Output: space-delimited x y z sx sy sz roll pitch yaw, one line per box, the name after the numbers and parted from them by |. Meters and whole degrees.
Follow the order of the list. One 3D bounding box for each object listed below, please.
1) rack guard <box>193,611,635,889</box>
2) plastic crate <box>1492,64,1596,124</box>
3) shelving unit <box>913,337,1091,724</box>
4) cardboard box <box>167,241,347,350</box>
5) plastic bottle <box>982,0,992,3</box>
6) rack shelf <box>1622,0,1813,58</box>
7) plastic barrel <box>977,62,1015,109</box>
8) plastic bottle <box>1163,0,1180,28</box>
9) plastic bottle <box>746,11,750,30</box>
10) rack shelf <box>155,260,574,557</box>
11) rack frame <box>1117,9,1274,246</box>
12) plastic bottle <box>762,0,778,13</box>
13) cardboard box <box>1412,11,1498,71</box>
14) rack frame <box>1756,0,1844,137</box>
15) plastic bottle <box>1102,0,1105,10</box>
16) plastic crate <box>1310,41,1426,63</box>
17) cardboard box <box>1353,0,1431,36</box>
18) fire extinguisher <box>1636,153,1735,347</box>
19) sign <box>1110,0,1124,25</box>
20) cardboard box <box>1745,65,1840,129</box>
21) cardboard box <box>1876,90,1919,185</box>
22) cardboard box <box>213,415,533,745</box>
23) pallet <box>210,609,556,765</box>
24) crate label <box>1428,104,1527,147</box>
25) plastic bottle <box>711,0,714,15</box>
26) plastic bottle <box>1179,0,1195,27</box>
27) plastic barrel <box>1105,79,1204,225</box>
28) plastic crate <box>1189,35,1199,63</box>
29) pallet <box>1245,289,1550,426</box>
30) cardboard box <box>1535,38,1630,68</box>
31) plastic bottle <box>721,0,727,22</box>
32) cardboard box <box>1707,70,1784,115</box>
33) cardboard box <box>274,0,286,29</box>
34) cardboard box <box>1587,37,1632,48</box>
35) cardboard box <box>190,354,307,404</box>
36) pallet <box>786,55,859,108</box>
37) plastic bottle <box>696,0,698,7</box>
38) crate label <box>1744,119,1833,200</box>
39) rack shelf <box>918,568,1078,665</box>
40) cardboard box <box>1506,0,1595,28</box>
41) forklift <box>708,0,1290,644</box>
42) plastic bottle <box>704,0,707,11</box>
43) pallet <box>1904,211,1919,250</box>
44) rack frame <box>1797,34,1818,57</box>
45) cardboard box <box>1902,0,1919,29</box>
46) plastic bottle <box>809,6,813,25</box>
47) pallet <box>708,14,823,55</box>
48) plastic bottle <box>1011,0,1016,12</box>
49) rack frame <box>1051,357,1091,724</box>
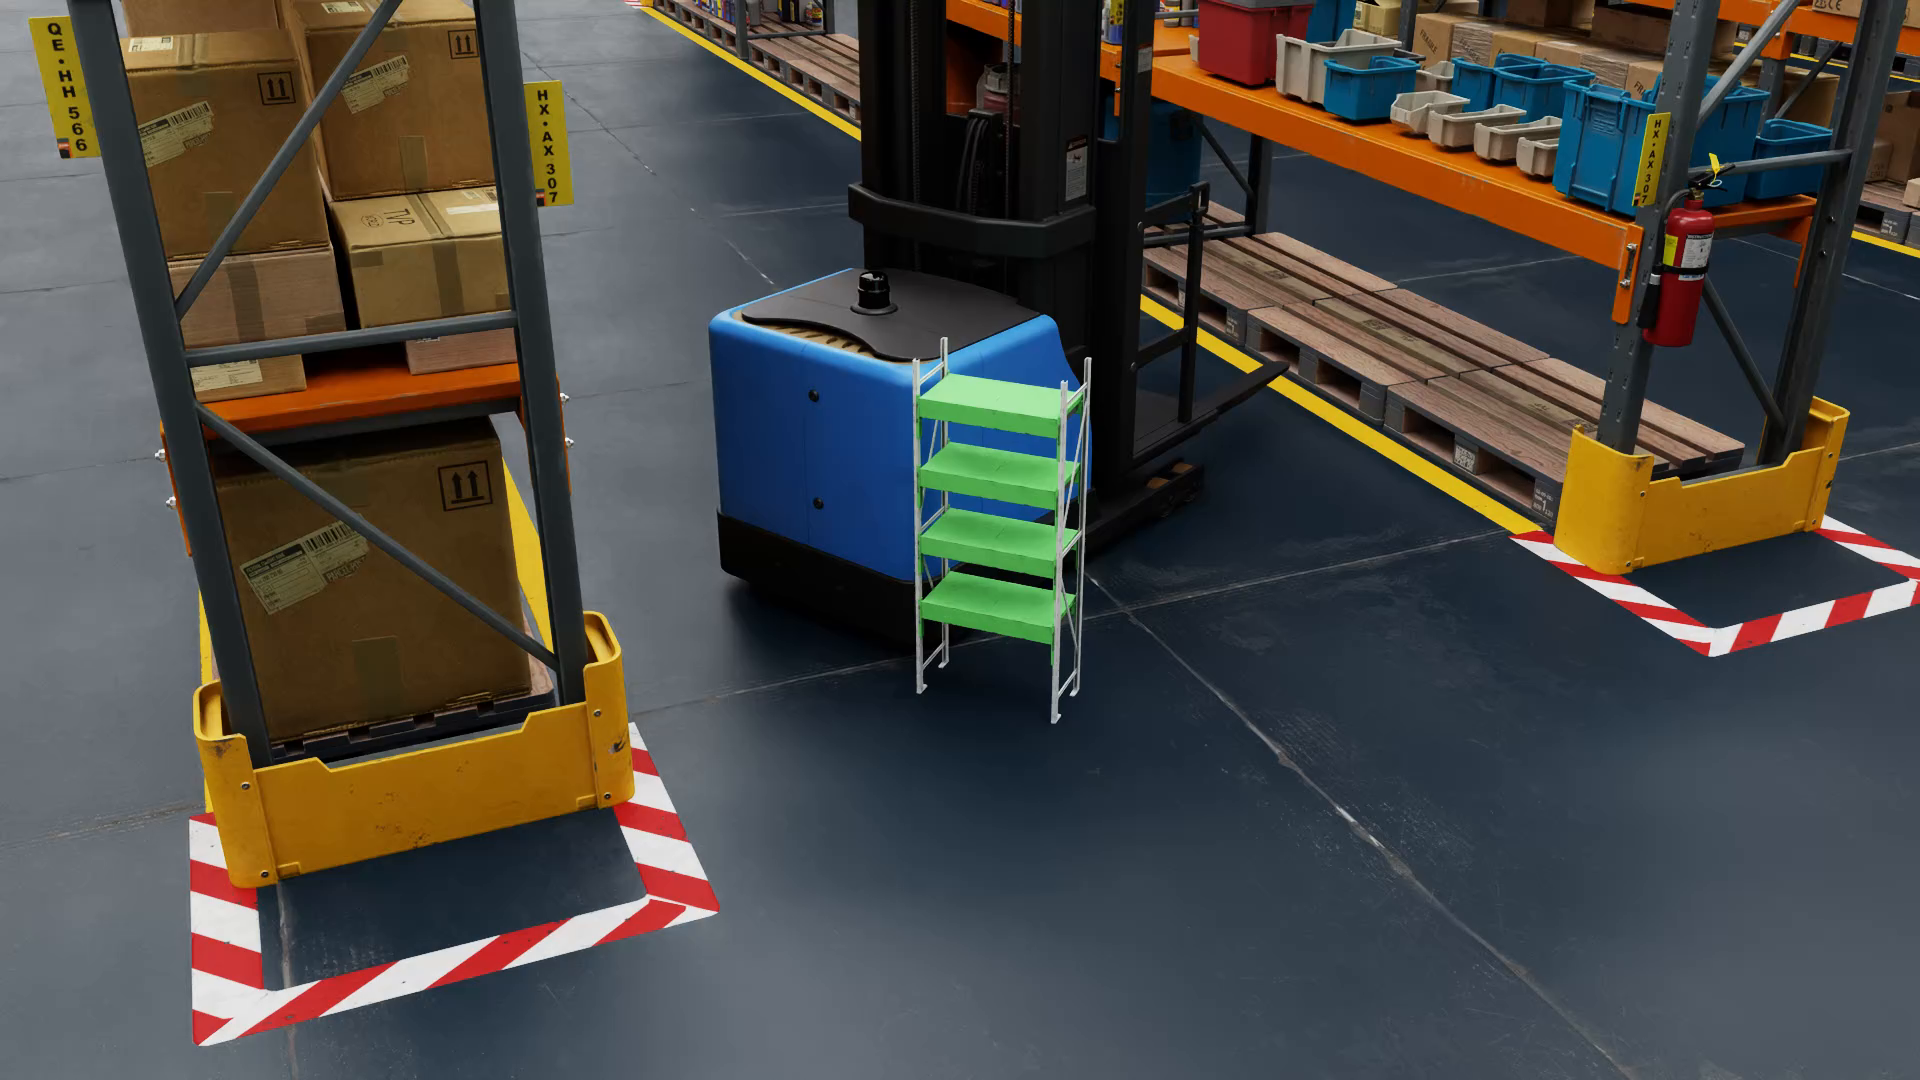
-1.591 0.606 4.940 1.175 0.500 0.348 -11 28 -21 | rack guard
2.648 -2.018 7.586 0.416 0.233 0.300 -11 28 -21 | plastic crate
0.131 -0.022 5.427 0.503 1.200 0.258 11 28 20 | shelving unit
-2.034 -0.744 4.686 0.500 0.250 0.500 -11 28 -21 | cardboard box
0.240 -3.762 11.178 0.152 0.276 0.135 -11 28 -21 | plastic bottle
5.167 -4.327 13.013 1.077 0.370 4.000 -11 28 -21 | rack shelf
0.335 -3.271 12.388 0.421 0.512 0.421 0 26 0 | plastic barrel
1.309 -3.275 10.265 0.097 0.201 0.097 0 26 0 | plastic bottle
-2.171 -5.256 16.784 0.097 0.201 0.097 0 26 0 | plastic bottle
-2.383 -1.011 6.223 1.077 0.370 4.000 -11 28 -21 | rack shelf
1.391 -2.993 9.461 1.000 3.000 0.127 -11 28 -21 | rack frame
-2.043 -5.806 17.825 0.152 0.276 0.135 -11 28 -21 | plastic bottle
4.299 -4.299 14.484 0.500 0.500 0.500 -9 28 -18 | cardboard box
5.950 -3.843 11.201 1.000 3.000 0.127 -11 28 -21 | rack frame
0.806 -3.130 9.874 0.061 0.283 0.133 -11 28 -21 | plastic bottle
2.076 -2.491 8.678 0.437 0.125 0.590 -11 28 -21 | plastic crate
3.952 -4.832 15.243 0.500 0.311 0.500 -10 28 -19 | cardboard box
2.598 -1.037 5.968 0.296 0.674 0.183 -11 28 -21 | fire extinguisher
0.884 -3.024 9.209 0.100 0.325 0.005 -11 28 -21 | sign
5.985 -3.154 12.139 0.500 0.500 0.500 -12 28 -23 | cardboard box
6.434 -2.736 11.282 0.500 0.500 0.500 -11 28 -21 | cardboard box
-1.924 -0.006 5.286 0.875 0.875 0.875 -11 28 -21 | cardboard box
-1.985 0.417 5.656 1.003 0.211 1.213 -11 28 -21 | pallet
2.240 -1.813 7.276 0.396 0.136 0.243 -11 28 -21 | crate label
-2.593 -5.691 17.674 0.097 0.201 0.097 0 26 0 | plastic bottle
1.417 -3.337 10.308 0.152 0.276 0.135 -11 28 -21 | plastic bottle
1.193 -2.461 10.285 0.600 0.901 0.708 -11 28 -21 | plastic barrel
1.442 -2.689 9.071 0.396 0.136 0.243 -11 28 -21 | plastic crate
2.196 -0.957 8.469 1.003 0.211 1.213 -11 28 -21 | pallet
4.910 -3.675 13.207 0.500 0.500 0.500 -12 28 -22 | cardboard box
-2.437 -5.546 17.285 0.061 0.283 0.133 -9 27 -17 | plastic bottle
5.493 -3.067 11.960 0.500 0.500 0.500 -11 28 -21 | cardboard box
-2.548 -2.203 6.820 0.500 0.500 0.500 -10 28 -20 | cardboard box
5.379 -3.775 13.410 0.500 0.500 0.500 -12 28 -23 | cardboard box
-2.042 -0.502 4.645 0.380 0.149 0.250 -10 28 -20 | cardboard box
-0.917 -4.166 15.042 1.003 0.211 1.213 -11 28 -21 | pallet
-2.845 -5.950 18.206 0.097 0.201 0.097 0 26 0 | plastic bottle
3.164 -1.486 6.498 0.416 0.233 0.303 -11 28 -21 | crate label
0.131 0.251 5.560 0.480 0.148 0.258 11 28 20 | rack shelf
4.992 -4.510 14.060 0.500 0.250 0.500 -9 28 -19 | cardboard box
0.386 -1.532 6.547 1.130 2.935 3.031 19 32 34 | forklift
-2.712 -5.845 17.911 0.097 0.271 0.097 0 26 0 | plastic bottle
6.700 -1.819 10.235 1.003 0.211 1.213 -11 28 -21 | pallet
8.940 -6.310 16.255 1.000 3.000 0.127 -11 28 -21 | rack frame
6.102 -3.429 10.240 0.500 0.500 0.500 -10 28 -20 | cardboard box
-1.503 -5.408 17.095 0.097 0.201 0.097 0 26 0 | plastic bottle
-1.967 -5.248 17.258 1.003 0.211 1.213 -11 28 -21 | pallet
0.384 -3.549 10.825 0.097 0.201 0.097 0 26 0 | plastic bottle
0.355 0.020 5.342 0.015 1.200 0.240 11 28 20 | rack frame
